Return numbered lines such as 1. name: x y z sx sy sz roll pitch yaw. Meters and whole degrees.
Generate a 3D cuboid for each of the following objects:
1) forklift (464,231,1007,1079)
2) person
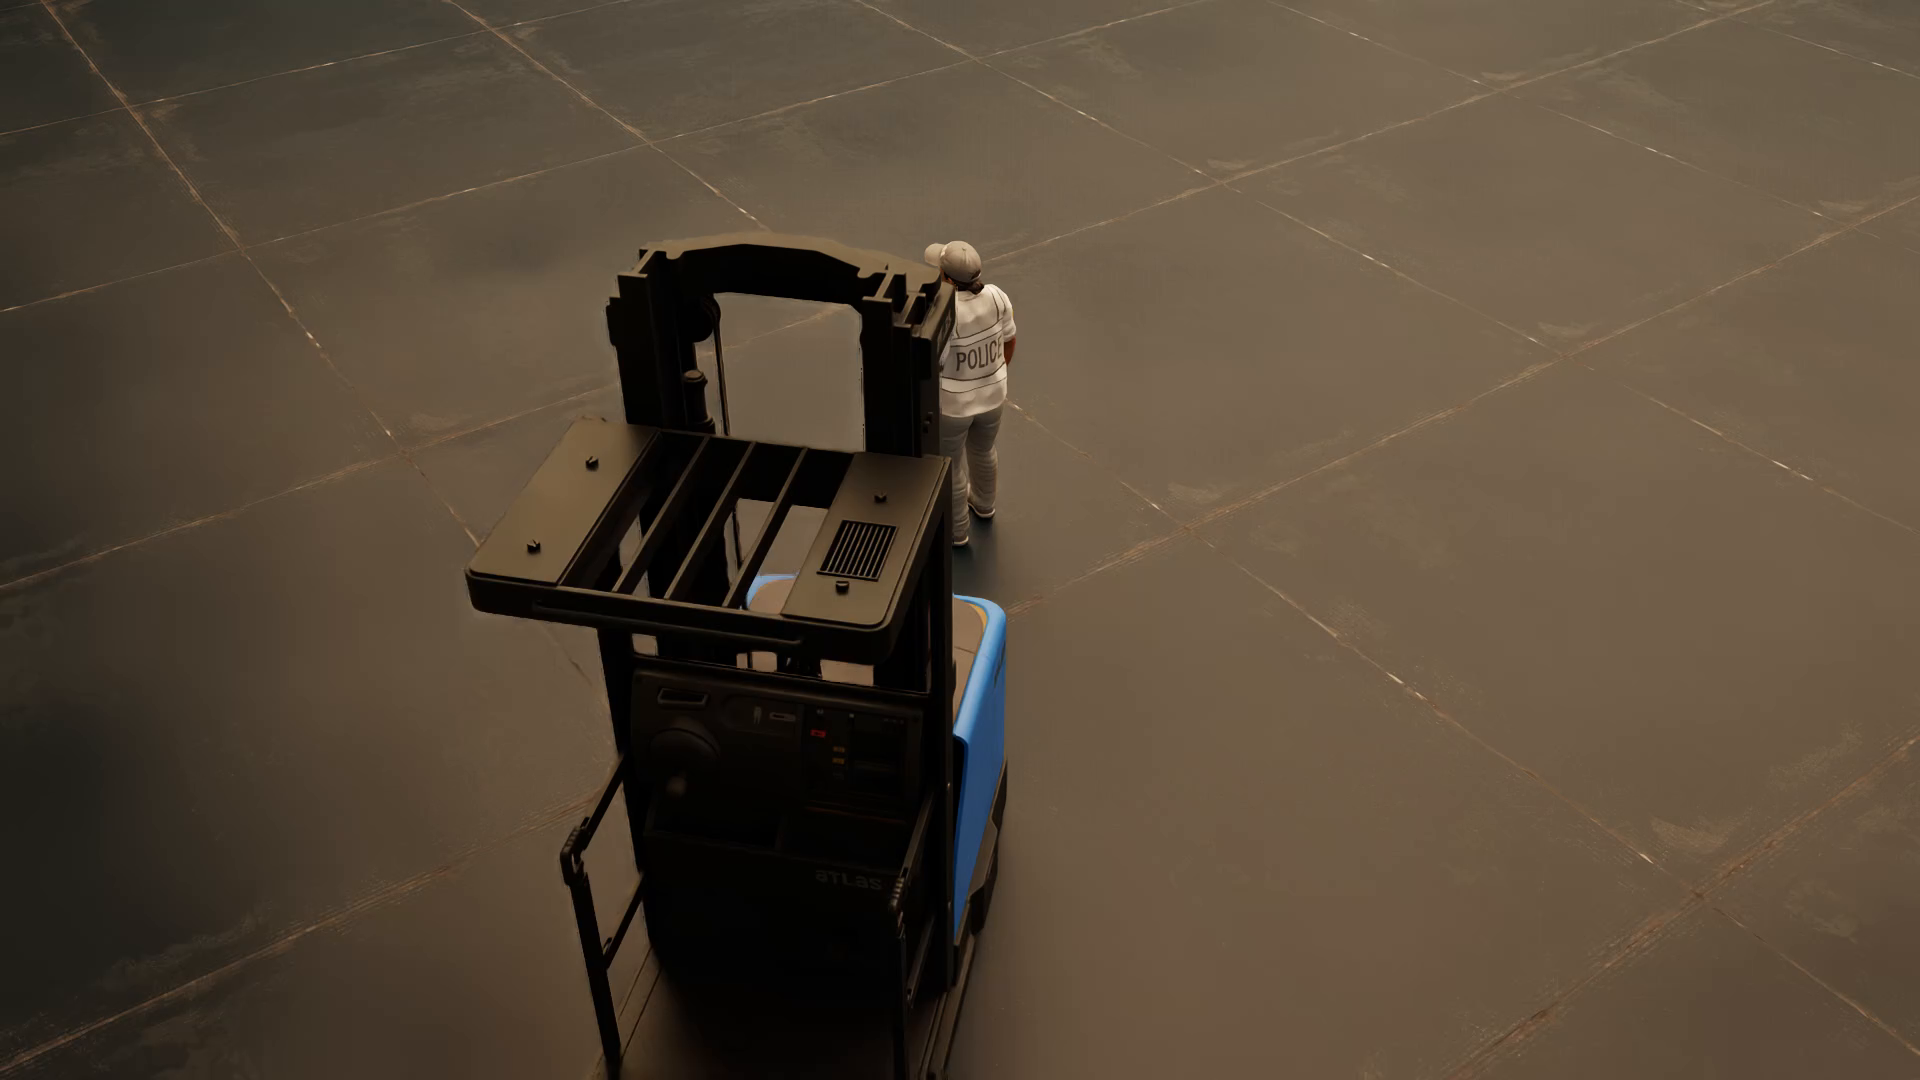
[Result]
1. forklift: -0.614 0.712 4.982 1.130 2.935 3.031 7 37 9
2. person: -0.026 -0.721 7.971 0.599 1.670 0.529 -23 42 -28
